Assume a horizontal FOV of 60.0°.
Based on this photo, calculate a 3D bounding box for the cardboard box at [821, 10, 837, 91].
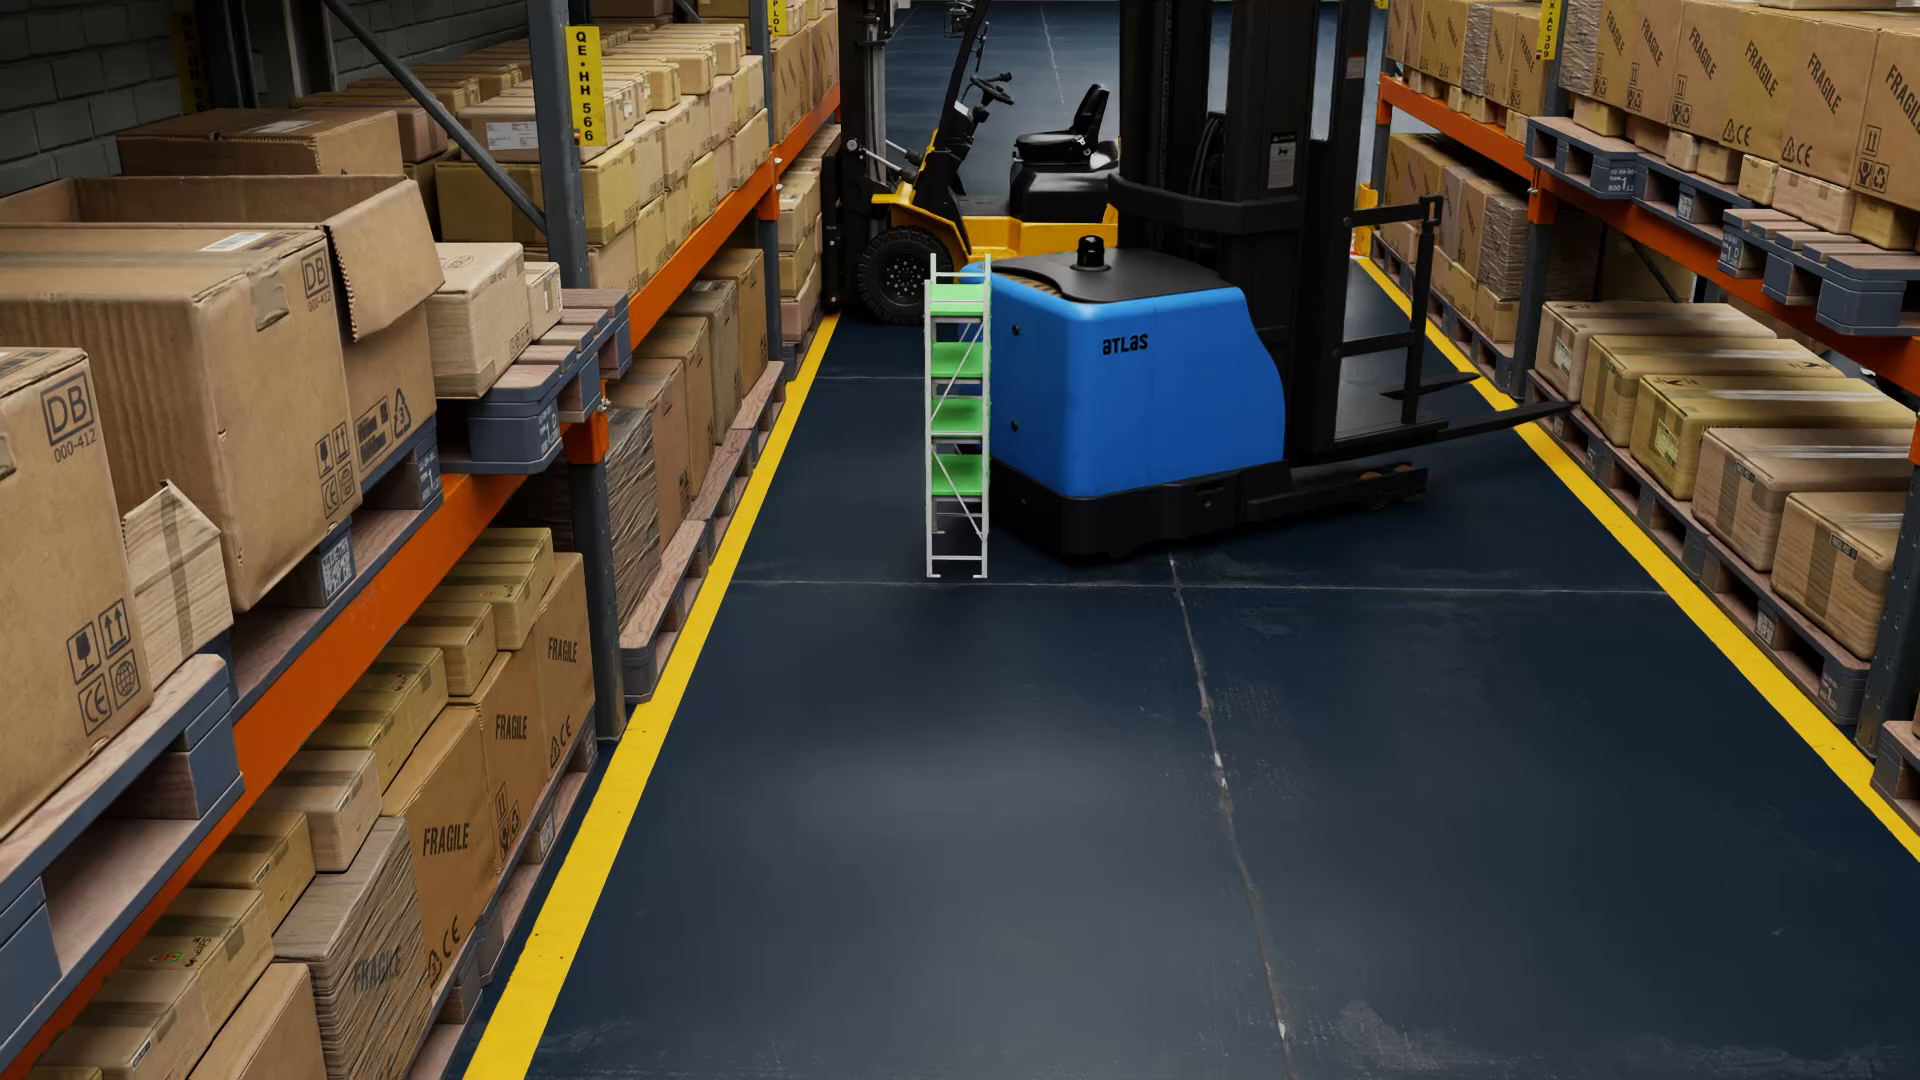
[{"bbox_3d":[-1.128,-3.342,11.356,0.500,0.500,0.500,1,21,3],"label":"cardboard box"}]

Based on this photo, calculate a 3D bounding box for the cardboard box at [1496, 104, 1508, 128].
[{"bbox_3d":[3.302,-2.440,9.517,0.380,0.149,0.250,0,21,1],"label":"cardboard box"}]

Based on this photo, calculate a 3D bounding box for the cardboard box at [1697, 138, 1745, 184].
[{"bbox_3d":[3.110,-1.478,6.459,0.380,0.149,0.250,0,21,0],"label":"cardboard box"}]

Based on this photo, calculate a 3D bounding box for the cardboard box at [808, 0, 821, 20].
[{"bbox_3d":[-1.096,-3.420,10.661,0.380,0.149,0.250,1,21,2],"label":"cardboard box"}]

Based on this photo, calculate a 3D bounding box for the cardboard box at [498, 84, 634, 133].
[{"bbox_3d":[-1.301,-1.422,5.511,0.380,0.149,0.250,1,21,3],"label":"cardboard box"}]

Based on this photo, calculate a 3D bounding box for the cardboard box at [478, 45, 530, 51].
[{"bbox_3d":[-1.789,-1.981,6.953,0.380,0.149,0.250,0,21,1],"label":"cardboard box"}]

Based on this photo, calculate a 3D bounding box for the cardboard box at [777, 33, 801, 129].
[{"bbox_3d":[-1.199,-2.610,9.470,0.500,0.500,0.500,1,21,3],"label":"cardboard box"}]

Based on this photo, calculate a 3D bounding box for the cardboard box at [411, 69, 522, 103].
[{"bbox_3d":[-1.798,-1.612,6.001,0.380,0.149,0.250,1,21,1],"label":"cardboard box"}]

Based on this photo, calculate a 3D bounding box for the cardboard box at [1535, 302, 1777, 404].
[{"bbox_3d":[3.476,-0.945,8.369,0.950,0.372,0.625,1,21,2],"label":"cardboard box"}]

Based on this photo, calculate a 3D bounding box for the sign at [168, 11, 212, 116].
[{"bbox_3d":[-2.149,-1.315,4.672,0.100,0.325,0.005,1,21,2],"label":"sign"}]

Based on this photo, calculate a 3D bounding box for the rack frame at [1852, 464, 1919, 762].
[{"bbox_3d":[3.368,-0.718,4.731,1.000,3.000,0.127,1,21,2],"label":"rack frame"}]

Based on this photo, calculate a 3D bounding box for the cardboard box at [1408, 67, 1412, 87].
[{"bbox_3d":[3.311,-3.186,11.440,0.380,0.149,0.250,0,21,0],"label":"cardboard box"}]

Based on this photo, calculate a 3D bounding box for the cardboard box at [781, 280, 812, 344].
[{"bbox_3d":[-1.127,-1.302,9.459,0.500,0.250,0.500,1,21,2],"label":"cardboard box"}]

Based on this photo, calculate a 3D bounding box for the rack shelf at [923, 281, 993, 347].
[{"bbox_3d":[-0.005,-0.887,6.507,0.258,0.148,0.480,1,21,2],"label":"rack shelf"}]

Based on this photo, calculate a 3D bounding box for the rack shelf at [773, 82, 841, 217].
[{"bbox_3d":[-1.411,-2.605,10.590,1.077,0.370,4.000,1,21,2],"label":"rack shelf"}]

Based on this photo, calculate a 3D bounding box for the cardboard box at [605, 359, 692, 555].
[{"bbox_3d":[-1.549,-0.321,6.412,0.875,0.625,0.625,1,21,3],"label":"cardboard box"}]

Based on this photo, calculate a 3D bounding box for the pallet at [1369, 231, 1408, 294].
[{"bbox_3d":[3.548,-1.989,11.864,1.003,0.211,1.213,1,21,2],"label":"pallet"}]

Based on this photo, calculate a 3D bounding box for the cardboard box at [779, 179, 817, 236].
[{"bbox_3d":[-1.118,-1.953,9.755,0.500,0.250,0.500,1,21,2],"label":"cardboard box"}]

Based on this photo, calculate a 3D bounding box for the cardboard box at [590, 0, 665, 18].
[{"bbox_3d":[-1.765,-2.824,8.713,0.380,0.149,0.250,1,21,2],"label":"cardboard box"}]

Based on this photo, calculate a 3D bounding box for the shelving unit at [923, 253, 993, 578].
[{"bbox_3d":[-0.005,-0.500,6.658,0.258,1.200,0.503,1,21,2],"label":"shelving unit"}]

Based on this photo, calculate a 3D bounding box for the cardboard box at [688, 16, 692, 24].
[{"bbox_3d":[-1.660,-3.055,9.720,0.380,0.149,0.250,1,21,3],"label":"cardboard box"}]

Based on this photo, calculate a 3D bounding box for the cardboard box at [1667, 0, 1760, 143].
[{"bbox_3d":[3.140,-1.833,6.476,0.500,0.500,0.500,0,21,-1],"label":"cardboard box"}]

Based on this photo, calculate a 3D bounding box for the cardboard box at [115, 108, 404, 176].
[{"bbox_3d":[-1.766,-0.829,4.300,0.500,0.500,0.500,2,21,4],"label":"cardboard box"}]

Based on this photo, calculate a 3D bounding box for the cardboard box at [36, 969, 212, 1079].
[{"bbox_3d":[-1.472,0.833,2.714,0.380,0.149,0.250,1,21,1],"label":"cardboard box"}]

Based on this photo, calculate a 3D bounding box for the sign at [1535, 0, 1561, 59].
[{"bbox_3d":[2.947,-2.571,8.311,0.100,0.325,0.005,1,21,2],"label":"sign"}]

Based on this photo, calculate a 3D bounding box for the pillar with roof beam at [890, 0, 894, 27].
[{"bbox_3d":[2.760,-14.849,32.857,9.100,9.000,0.400,1,21,2],"label":"pillar with roof beam"}]

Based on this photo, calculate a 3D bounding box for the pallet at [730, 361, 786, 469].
[{"bbox_3d":[-1.456,-0.650,8.413,1.003,0.211,1.213,1,21,2],"label":"pallet"}]

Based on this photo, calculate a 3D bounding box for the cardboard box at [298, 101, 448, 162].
[{"bbox_3d":[-1.786,-1.240,5.042,0.380,0.149,0.250,1,21,3],"label":"cardboard box"}]

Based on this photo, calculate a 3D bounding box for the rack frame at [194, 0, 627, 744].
[{"bbox_3d":[-1.594,-0.771,4.869,1.000,3.000,0.127,1,21,2],"label":"rack frame"}]

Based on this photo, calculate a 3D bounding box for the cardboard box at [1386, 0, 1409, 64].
[{"bbox_3d":[3.319,-3.627,11.681,0.500,0.500,0.500,0,21,1],"label":"cardboard box"}]

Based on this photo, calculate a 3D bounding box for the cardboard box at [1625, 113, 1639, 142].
[{"bbox_3d":[3.208,-1.853,7.424,0.380,0.149,0.250,2,21,5],"label":"cardboard box"}]

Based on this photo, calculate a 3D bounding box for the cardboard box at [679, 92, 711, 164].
[{"bbox_3d":[-1.296,-1.647,6.643,0.500,0.250,0.500,1,21,2],"label":"cardboard box"}]

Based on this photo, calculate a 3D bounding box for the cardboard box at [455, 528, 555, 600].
[{"bbox_3d":[-1.356,0.078,4.660,0.380,0.149,0.250,0,21,-1],"label":"cardboard box"}]

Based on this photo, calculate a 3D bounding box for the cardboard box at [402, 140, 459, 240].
[{"bbox_3d":[-1.858,-1.099,5.232,0.500,0.250,0.500,1,21,3],"label":"cardboard box"}]

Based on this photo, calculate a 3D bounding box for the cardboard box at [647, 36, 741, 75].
[{"bbox_3d":[-1.186,-2.162,7.420,0.380,0.149,0.250,0,21,0],"label":"cardboard box"}]

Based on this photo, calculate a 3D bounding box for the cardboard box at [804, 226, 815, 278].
[{"bbox_3d":[-1.136,-1.718,9.839,0.500,0.250,0.500,1,21,1],"label":"cardboard box"}]

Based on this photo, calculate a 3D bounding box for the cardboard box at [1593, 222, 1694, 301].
[{"bbox_3d":[3.777,-1.638,9.287,0.500,0.500,0.500,2,21,4],"label":"cardboard box"}]

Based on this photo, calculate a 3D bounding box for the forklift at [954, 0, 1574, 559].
[{"bbox_3d":[1.513,-1.656,7.245,3.031,2.935,1.130,-11,24,-27],"label":"forklift"}]

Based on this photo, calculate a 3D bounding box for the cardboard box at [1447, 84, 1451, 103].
[{"bbox_3d":[3.297,-2.810,10.470,0.380,0.149,0.250,0,21,0],"label":"cardboard box"}]

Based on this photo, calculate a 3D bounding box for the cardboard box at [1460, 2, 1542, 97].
[{"bbox_3d":[3.274,-2.886,9.772,0.500,0.500,0.500,1,21,3],"label":"cardboard box"}]

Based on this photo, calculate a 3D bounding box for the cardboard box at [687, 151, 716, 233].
[{"bbox_3d":[-1.290,-1.414,6.734,0.500,0.250,0.500,1,21,3],"label":"cardboard box"}]

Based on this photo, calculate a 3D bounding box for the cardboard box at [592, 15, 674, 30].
[{"bbox_3d":[-1.719,-2.685,8.768,0.380,0.149,0.250,1,21,1],"label":"cardboard box"}]

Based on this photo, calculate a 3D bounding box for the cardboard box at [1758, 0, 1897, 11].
[{"bbox_3d":[3.135,-1.996,5.999,0.380,0.149,0.250,0,21,-1],"label":"cardboard box"}]

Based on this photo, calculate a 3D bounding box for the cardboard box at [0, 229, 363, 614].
[{"bbox_3d":[-1.438,-0.210,2.706,0.700,0.500,0.500,1,21,1],"label":"cardboard box"}]

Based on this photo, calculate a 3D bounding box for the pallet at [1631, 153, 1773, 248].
[{"bbox_3d":[3.387,-1.344,6.612,1.003,0.211,1.213,1,21,2],"label":"pallet"}]

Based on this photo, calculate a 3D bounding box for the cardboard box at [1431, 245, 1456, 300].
[{"bbox_3d":[3.265,-1.671,10.409,0.500,0.250,0.500,1,21,2],"label":"cardboard box"}]

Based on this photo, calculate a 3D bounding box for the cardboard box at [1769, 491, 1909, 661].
[{"bbox_3d":[3.395,0.108,5.657,0.950,0.372,0.625,-1,21,-2],"label":"cardboard box"}]

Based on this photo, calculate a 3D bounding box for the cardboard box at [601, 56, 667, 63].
[{"bbox_3d":[-1.350,-1.794,6.470,0.380,0.149,0.250,1,21,2],"label":"cardboard box"}]

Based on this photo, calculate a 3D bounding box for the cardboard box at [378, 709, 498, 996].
[{"bbox_3d":[-1.431,0.724,3.891,0.500,0.500,0.500,2,21,4],"label":"cardboard box"}]

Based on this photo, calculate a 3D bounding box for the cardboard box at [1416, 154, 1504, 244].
[{"bbox_3d":[3.275,-2.206,10.752,0.500,0.500,0.500,1,21,3],"label":"cardboard box"}]

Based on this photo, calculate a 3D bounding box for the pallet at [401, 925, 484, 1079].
[{"bbox_3d":[-1.694,1.239,3.545,1.003,0.211,1.213,1,21,2],"label":"pallet"}]

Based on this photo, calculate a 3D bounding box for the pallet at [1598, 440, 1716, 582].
[{"bbox_3d":[3.433,-0.140,7.098,1.003,0.211,1.213,1,21,2],"label":"pallet"}]

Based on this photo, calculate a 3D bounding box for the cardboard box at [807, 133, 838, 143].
[{"bbox_3d":[-1.063,-2.689,11.650,0.500,0.250,0.500,1,21,3],"label":"cardboard box"}]

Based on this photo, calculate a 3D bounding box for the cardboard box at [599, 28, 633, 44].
[{"bbox_3d":[-1.758,-2.345,7.891,0.380,0.149,0.250,0,21,0],"label":"cardboard box"}]

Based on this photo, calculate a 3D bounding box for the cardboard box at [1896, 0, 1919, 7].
[{"bbox_3d":[3.654,-1.820,6.443,0.500,0.500,0.500,0,21,0],"label":"cardboard box"}]

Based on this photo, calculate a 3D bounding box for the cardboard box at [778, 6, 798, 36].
[{"bbox_3d":[-1.132,-2.955,9.463,0.380,0.149,0.250,1,21,3],"label":"cardboard box"}]

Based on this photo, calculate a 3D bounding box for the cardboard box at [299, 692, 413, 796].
[{"bbox_3d":[-1.446,0.457,3.684,0.380,0.149,0.250,0,21,1],"label":"cardboard box"}]

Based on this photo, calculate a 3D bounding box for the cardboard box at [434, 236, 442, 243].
[{"bbox_3d":[-1.836,-0.866,5.322,0.500,0.250,0.500,0,21,0],"label":"cardboard box"}]

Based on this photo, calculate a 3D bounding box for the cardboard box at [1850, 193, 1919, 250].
[{"bbox_3d":[3.078,-1.015,5.265,0.380,0.149,0.250,1,21,2],"label":"cardboard box"}]
